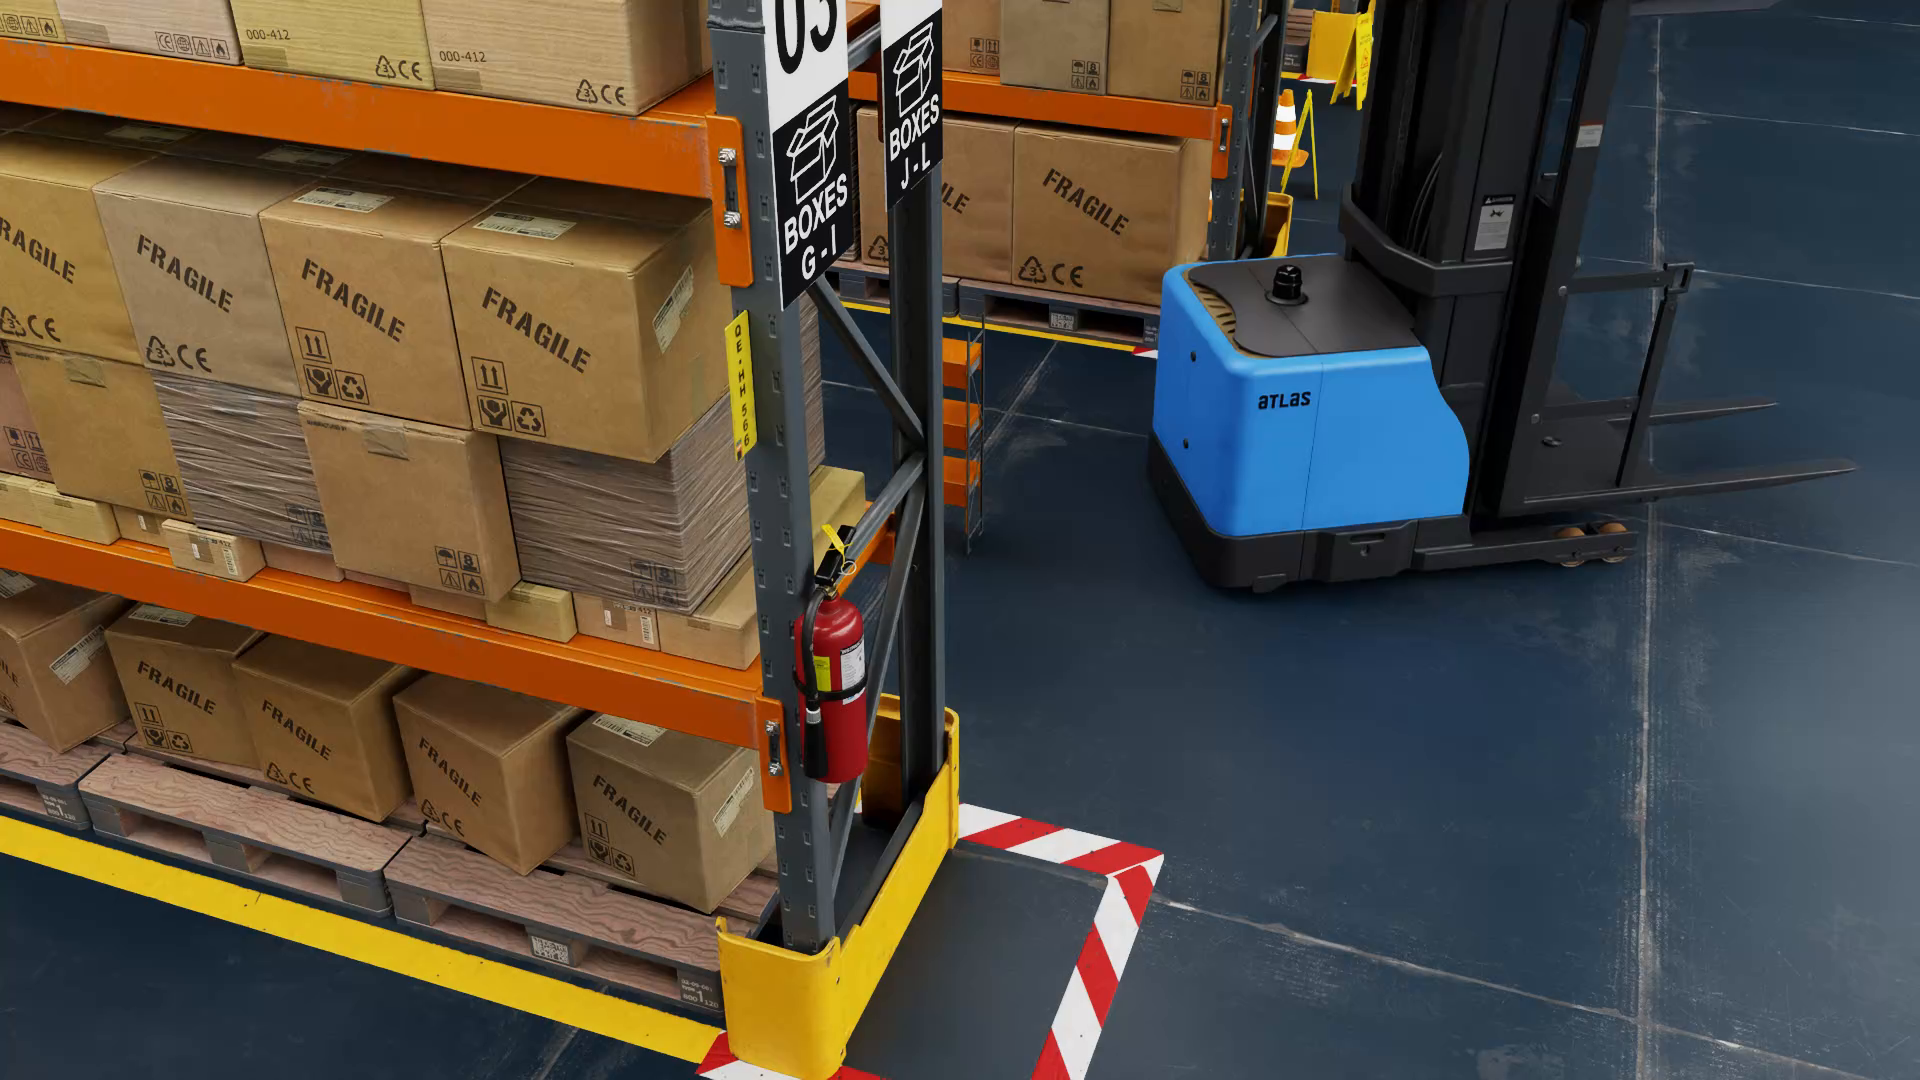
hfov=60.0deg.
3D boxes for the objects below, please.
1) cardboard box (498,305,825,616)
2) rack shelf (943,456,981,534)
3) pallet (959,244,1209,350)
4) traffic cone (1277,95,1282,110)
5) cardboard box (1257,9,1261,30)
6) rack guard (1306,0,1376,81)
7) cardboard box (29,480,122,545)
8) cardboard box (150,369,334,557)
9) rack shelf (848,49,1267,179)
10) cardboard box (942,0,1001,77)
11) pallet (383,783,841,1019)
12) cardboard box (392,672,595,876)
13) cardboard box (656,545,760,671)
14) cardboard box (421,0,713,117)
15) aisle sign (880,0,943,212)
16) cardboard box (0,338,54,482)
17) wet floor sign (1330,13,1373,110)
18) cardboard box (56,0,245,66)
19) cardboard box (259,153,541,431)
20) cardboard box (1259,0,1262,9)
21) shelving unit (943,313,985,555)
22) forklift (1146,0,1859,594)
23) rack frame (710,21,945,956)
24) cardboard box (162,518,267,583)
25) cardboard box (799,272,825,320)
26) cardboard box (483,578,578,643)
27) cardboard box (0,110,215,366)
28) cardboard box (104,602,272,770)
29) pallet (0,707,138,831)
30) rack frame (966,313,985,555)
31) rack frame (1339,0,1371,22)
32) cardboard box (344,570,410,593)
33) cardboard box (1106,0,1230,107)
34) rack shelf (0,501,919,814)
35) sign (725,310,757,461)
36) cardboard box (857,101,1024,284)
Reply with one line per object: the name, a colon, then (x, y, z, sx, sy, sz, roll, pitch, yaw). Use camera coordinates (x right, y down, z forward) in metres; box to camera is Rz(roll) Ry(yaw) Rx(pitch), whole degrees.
cardboard box: (-0.781, -0.278, 4.548, 0.500, 0.500, 0.875, 11, 34, 16)
rack shelf: (-0.050, -0.208, 7.137, 0.240, 0.259, 0.215, 11, 34, 16)
pallet: (0.717, -1.445, 9.294, 1.213, 0.211, 1.003, 11, 34, 16)
traffic cone: (2.231, -3.410, 12.106, 0.334, 0.463, 0.336, 11, 34, 16)
cardboard box: (2.196, -4.092, 12.971, 0.500, 0.250, 0.500, 11, 34, 16)
rack guard: (2.999, -4.020, 13.015, 0.348, 0.500, 1.175, 11, 34, 16)
cardboard box: (-2.521, -0.162, 4.967, 0.250, 0.149, 0.380, 11, 34, 16)
cardboard box: (-1.748, -0.421, 4.771, 0.500, 0.500, 0.875, 11, 34, 16)
rack shelf: (-0.387, -2.574, 9.134, 4.000, 0.370, 1.077, 11, 34, 16)
cardboard box: (0.121, -2.874, 8.798, 0.550, 0.550, 0.875, 11, 34, 16)
pallet: (-1.097, 0.995, 5.515, 1.213, 0.211, 1.003, 11, 34, 16)
cardboard box: (-1.429, 0.663, 5.375, 0.500, 0.500, 0.500, 21, 38, 29)
cardboard box: (-0.611, 0.163, 4.464, 0.250, 0.149, 0.380, 11, 34, 16)
cardboard box: (-0.812, -1.152, 3.641, 0.500, 0.250, 0.500, 12, 35, 18)
aisle sign: (-0.113, -1.230, 3.993, 0.004, 0.787, 0.394, 11, 34, 16)
cardboard box: (-2.672, -0.632, 5.096, 0.500, 0.500, 0.875, 11, 34, 16)
wet floor sign: (2.889, -3.486, 12.054, 0.232, 0.644, 0.267, 24, 40, 32)
cardboard box: (-1.763, -1.340, 3.932, 0.500, 0.250, 0.500, 12, 35, 18)
cardboard box: (-1.346, -0.646, 4.197, 0.500, 0.500, 0.500, 11, 34, 16)
cardboard box: (2.228, -4.406, 12.765, 0.500, 0.500, 0.500, 11, 35, 17)
shelving unit: (-0.050, -0.451, 6.980, 0.252, 1.050, 0.215, 11, 34, 16)
forklift: (2.417, -1.393, 6.705, 3.031, 2.935, 1.130, -6, 33, -9)
rack frame: (-0.273, 0.004, 4.478, 0.127, 3.000, 1.000, 11, 34, 16)
cardboard box: (-2.058, -0.058, 4.806, 0.250, 0.149, 0.380, 11, 34, 16)
cardboard box: (-0.699, -0.823, 4.471, 0.500, 0.500, 0.500, 11, 34, 16)
cardboard box: (-1.098, 0.097, 4.566, 0.250, 0.149, 0.380, 11, 34, 16)
cardboard box: (-2.284, -0.835, 4.489, 0.500, 0.500, 0.500, 11, 34, 16)
cardboard box: (-2.522, 0.414, 5.761, 0.500, 0.500, 0.500, 8, 34, 12)
pallet: (-3.394, 0.548, 6.206, 1.213, 0.211, 1.003, 11, 34, 16)
rack frame: (0.064, -0.429, 6.946, 0.008, 1.050, 0.200, 11, 34, 16)
rack frame: (3.071, -5.056, 12.316, 0.127, 3.000, 1.000, 11, 34, 16)
cardboard box: (-1.550, -0.023, 4.752, 0.250, 0.149, 0.380, 11, 34, 16)
cardboard box: (1.131, -2.618, 8.401, 0.550, 0.550, 0.875, 11, 34, 16)
rack shelf: (-2.155, -0.060, 5.240, 4.000, 0.370, 1.077, 11, 34, 16)
sign: (-0.479, -0.336, 3.645, 0.005, 0.325, 0.100, 11, 34, 16)
cardboard box: (0.006, -2.044, 9.223, 0.875, 0.875, 0.875, 10, 34, 16)
